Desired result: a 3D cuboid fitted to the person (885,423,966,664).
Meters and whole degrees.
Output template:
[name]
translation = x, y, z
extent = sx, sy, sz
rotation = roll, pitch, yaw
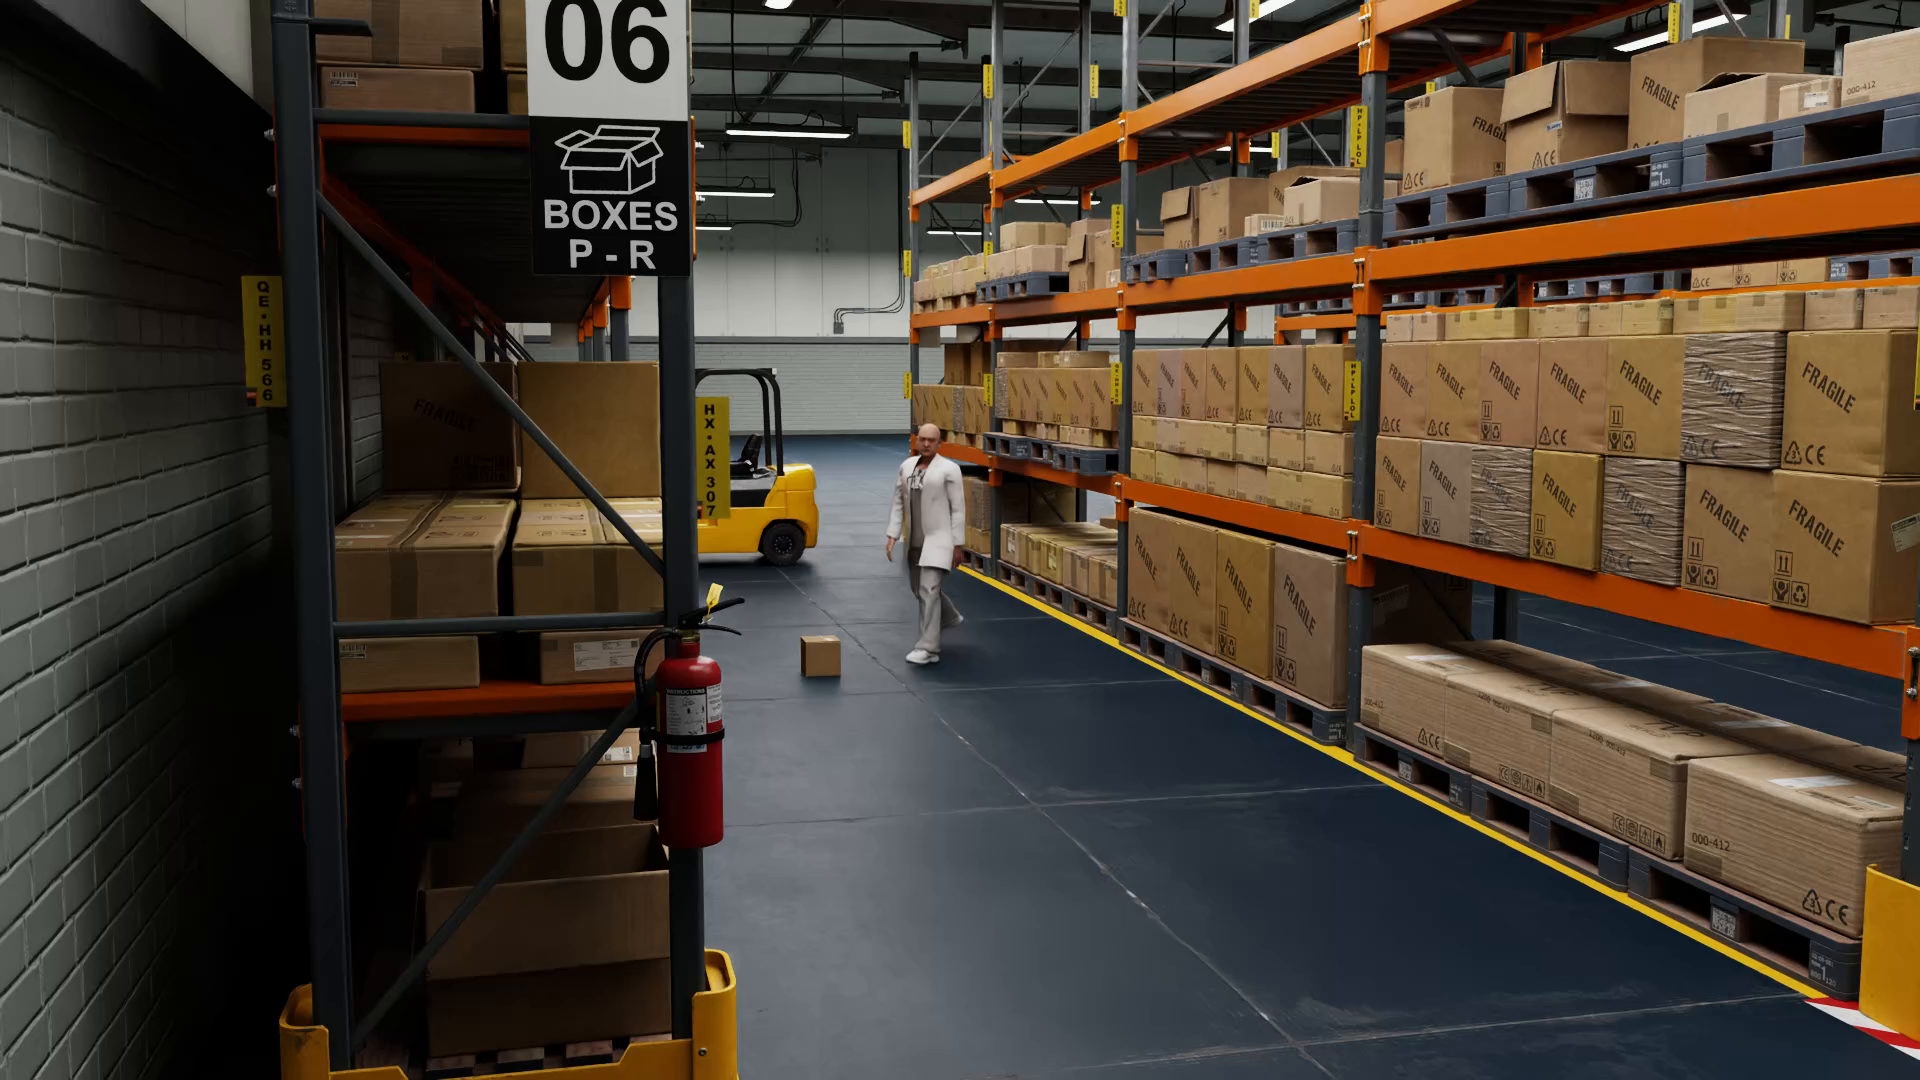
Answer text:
[person]
translation = -0.243, 0.048, 12.456
extent = 0.712, 1.638, 1.016
rotation = 5, 8, 40
